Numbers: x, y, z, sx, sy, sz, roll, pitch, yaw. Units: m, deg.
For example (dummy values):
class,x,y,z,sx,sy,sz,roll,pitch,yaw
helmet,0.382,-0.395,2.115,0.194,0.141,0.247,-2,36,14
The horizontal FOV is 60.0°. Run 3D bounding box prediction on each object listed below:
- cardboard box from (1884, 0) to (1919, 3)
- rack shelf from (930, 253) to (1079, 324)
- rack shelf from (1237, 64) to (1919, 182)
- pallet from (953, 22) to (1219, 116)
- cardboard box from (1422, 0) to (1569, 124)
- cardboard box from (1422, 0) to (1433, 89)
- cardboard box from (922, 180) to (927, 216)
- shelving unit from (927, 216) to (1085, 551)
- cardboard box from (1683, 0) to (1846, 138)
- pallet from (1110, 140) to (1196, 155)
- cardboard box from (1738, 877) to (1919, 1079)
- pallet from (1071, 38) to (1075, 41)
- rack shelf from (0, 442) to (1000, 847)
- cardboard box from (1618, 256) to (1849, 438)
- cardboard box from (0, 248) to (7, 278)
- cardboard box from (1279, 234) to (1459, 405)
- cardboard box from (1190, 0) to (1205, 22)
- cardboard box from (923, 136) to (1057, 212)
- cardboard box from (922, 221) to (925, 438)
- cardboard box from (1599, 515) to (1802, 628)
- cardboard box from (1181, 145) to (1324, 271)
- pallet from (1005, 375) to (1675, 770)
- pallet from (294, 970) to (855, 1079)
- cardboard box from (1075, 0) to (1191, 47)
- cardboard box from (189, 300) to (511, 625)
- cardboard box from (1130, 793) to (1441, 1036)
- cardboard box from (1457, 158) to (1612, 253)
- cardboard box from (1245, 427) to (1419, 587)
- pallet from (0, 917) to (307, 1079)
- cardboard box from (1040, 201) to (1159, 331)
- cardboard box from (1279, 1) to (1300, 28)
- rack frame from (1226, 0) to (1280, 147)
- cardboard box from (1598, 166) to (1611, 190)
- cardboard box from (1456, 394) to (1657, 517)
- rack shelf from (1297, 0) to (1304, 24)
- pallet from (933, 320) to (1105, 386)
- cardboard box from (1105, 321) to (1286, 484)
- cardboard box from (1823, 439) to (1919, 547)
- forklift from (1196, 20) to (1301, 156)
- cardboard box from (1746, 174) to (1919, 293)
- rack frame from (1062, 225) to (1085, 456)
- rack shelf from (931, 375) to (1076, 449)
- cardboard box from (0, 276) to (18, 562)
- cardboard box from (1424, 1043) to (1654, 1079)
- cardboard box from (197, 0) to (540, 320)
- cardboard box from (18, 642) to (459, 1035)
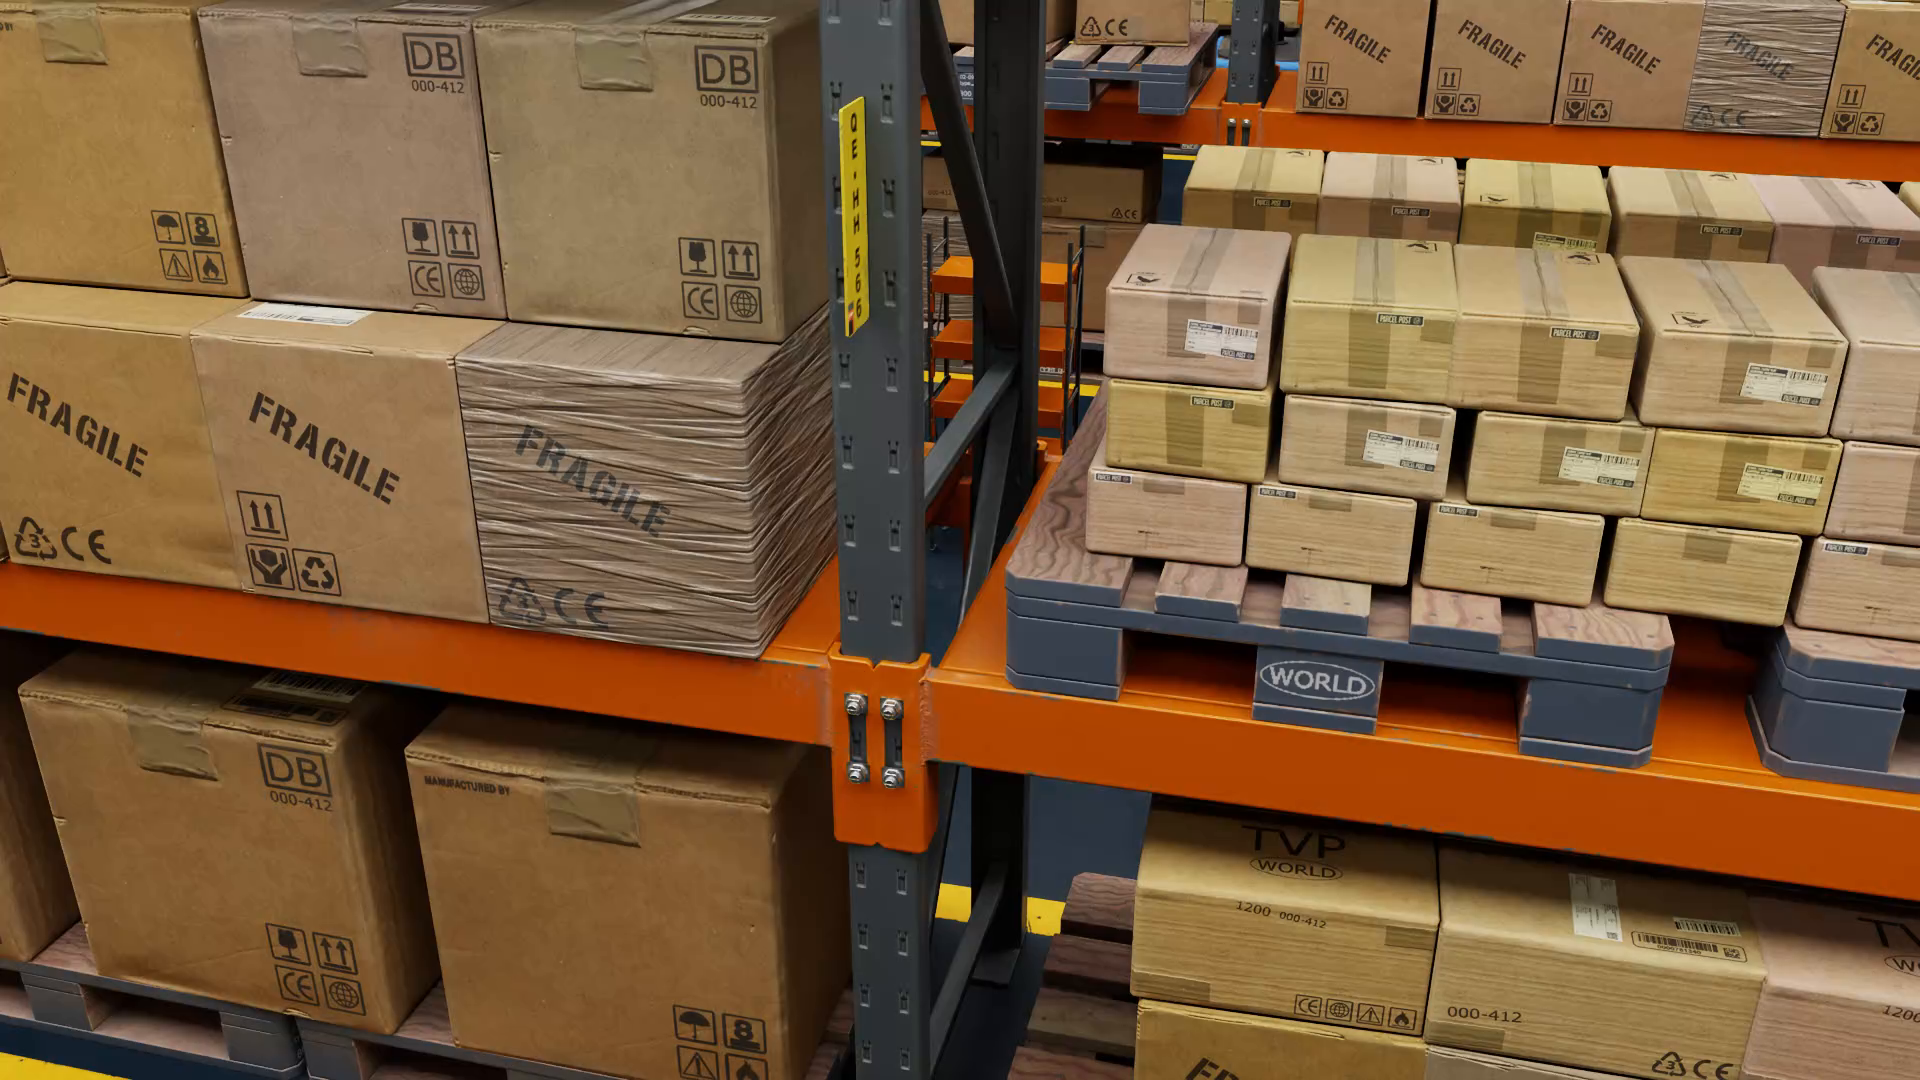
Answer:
class,x,y,z,sx,sy,sz,roll,pitch,yaw
cardboard box,3.909,-2.436,6.593,0.637,0.503,0.797,7,26,14
rack shelf,0.160,-0.879,5.786,0.480,0.148,0.258,6,26,13
rack shelf,3.255,-1.684,7.134,4.000,0.370,1.077,6,26,13
pallet,0.601,-2.168,7.537,1.003,0.211,1.213,6,26,13
cardboard box,2.221,-2.048,6.946,0.500,0.500,0.500,6,26,12
cardboard box,2.339,-2.262,7.396,0.500,0.500,0.500,6,26,13
cardboard box,-0.427,-1.468,8.240,0.500,0.500,0.700,9,27,17
shelving unit,0.160,-0.524,5.955,0.503,1.200,0.258,6,26,13
cardboard box,3.202,-1.940,6.720,0.500,0.500,0.500,6,26,13
pallet,1.811,-3.125,12.568,1.213,0.211,1.003,6,26,13
cardboard box,1.559,0.719,2.797,0.500,0.250,0.500,7,26,13
pallet,1.823,-5.323,17.186,1.213,0.211,1.003,6,26,13
rack shelf,-1.952,-0.058,3.719,4.000,0.370,1.077,6,26,13
cardboard box,1.138,-0.299,2.500,0.250,0.149,0.380,5,26,11
cardboard box,-1.930,-0.880,3.329,0.500,0.500,0.700,6,26,12
cardboard box,0.645,-0.356,2.619,0.250,0.149,0.380,6,26,12
cardboard box,2.232,-5.358,16.725,0.500,0.250,0.500,7,26,14
cardboard box,0.145,-1.743,7.945,0.500,0.250,0.500,9,27,19
cardboard box,-0.383,-0.374,3.430,0.500,0.500,0.500,7,26,14
cardboard box,1.151,-0.027,2.621,0.250,0.149,0.380,8,26,15
cardboard box,0.574,-0.652,3.241,0.250,0.149,0.380,5,26,11
pallet,0.701,-0.050,3.089,1.003,0.211,1.213,6,26,13
pallet,-0.760,0.975,3.957,1.213,0.211,1.003,6,26,13
cardboard box,0.785,-2.499,7.404,0.500,0.500,0.500,3,26,7
cardboard box,-1.001,-0.204,3.073,0.500,0.500,0.500,6,26,13
cardboard box,0.592,0.606,3.034,0.500,0.250,0.500,5,26,11
cardboard box,1.070,-0.596,3.124,0.250,0.149,0.380,7,26,15
cardboard box,0.628,-0.084,2.741,0.250,0.149,0.380,8,26,16
pallet,-1.938,0.843,4.233,1.213,0.211,1.003,6,26,13
cardboard box,0.664,-1.356,8.005,0.500,0.500,0.700,5,26,10
cardboard box,3.218,-5.249,16.497,0.500,0.250,0.500,7,26,14
rack frame,1.318,-2.223,7.429,0.127,3.000,1.000,6,26,13
cardboard box,2.842,-1.272,7.415,0.875,0.875,1.225,6,26,13
cardboard box,0.925,-0.188,2.614,0.250,0.149,0.380,5,26,11
rack shelf,0.614,-4.174,12.365,4.000,0.370,1.077,6,26,13
pallet,0.561,-1.048,8.205,1.213,0.211,1.003,6,26,13
cardboard box,0.403,-0.244,2.730,0.250,0.149,0.380,7,26,15
cardboard box,1.411,-0.134,2.501,0.250,0.149,0.380,6,26,13
forklift,2.956,-3.174,9.506,3.031,2.935,1.130,6,26,12
cardboard box,1.561,-0.541,3.008,0.250,0.149,0.380,6,26,13
rack frame,0.397,-0.498,5.900,0.015,1.200,0.240,6,26,13
rack shelf,0.160,-0.463,5.984,0.480,0.148,0.258,6,26,13
cardboard box,-1.983,-0.311,3.297,0.500,0.500,0.500,7,26,14
cardboard box,1.094,1.005,3.069,0.500,0.500,0.500,7,26,14
cardboard box,-0.938,-0.771,3.100,0.500,0.500,0.700,6,26,12
cardboard box,-1.430,0.463,3.917,0.750,0.750,1.050,7,26,14
